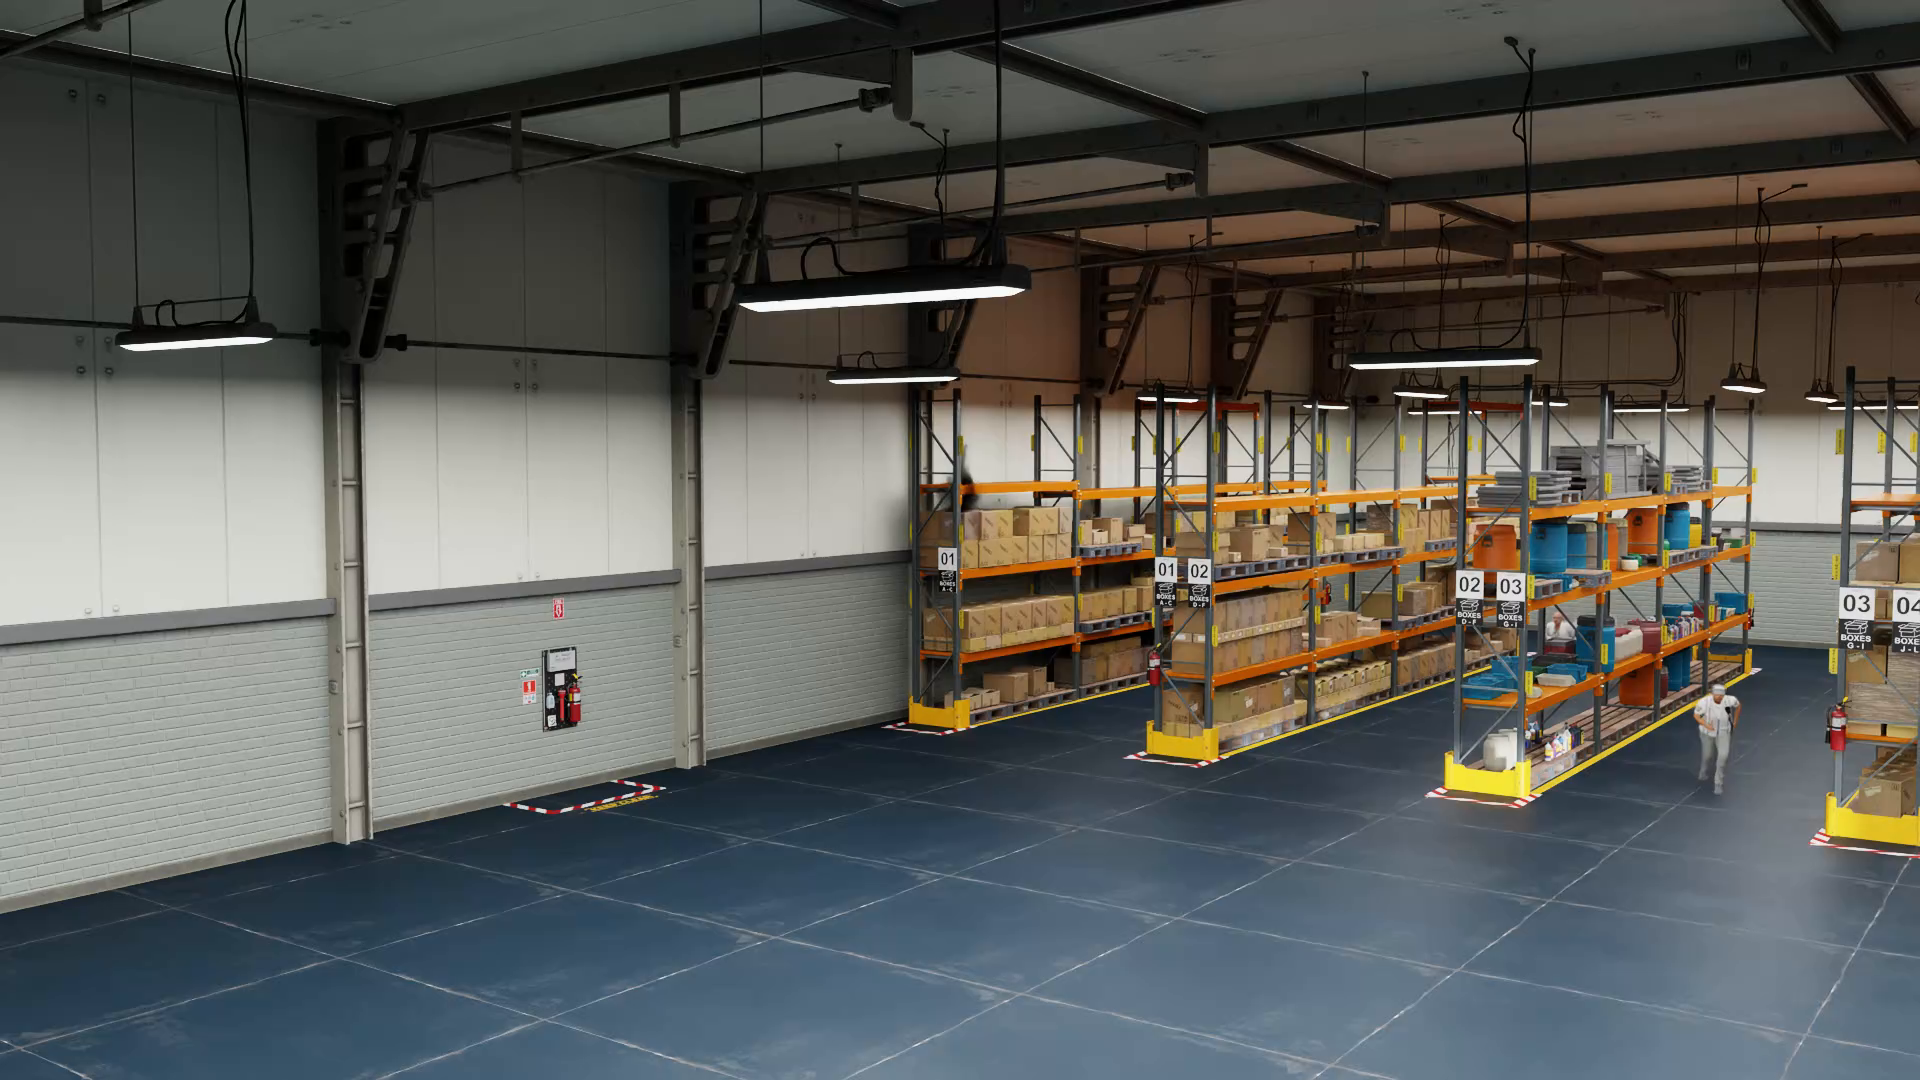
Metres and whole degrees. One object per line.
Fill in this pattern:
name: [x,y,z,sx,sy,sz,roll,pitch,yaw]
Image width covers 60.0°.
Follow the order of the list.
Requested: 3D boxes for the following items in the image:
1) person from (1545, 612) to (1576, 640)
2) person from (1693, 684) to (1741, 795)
person: [11.961,2.272,33.062,0.693,1.714,0.752,2,4,37]
person: [10.989,2.857,24.203,0.653,1.629,1.023,1,3,12]
